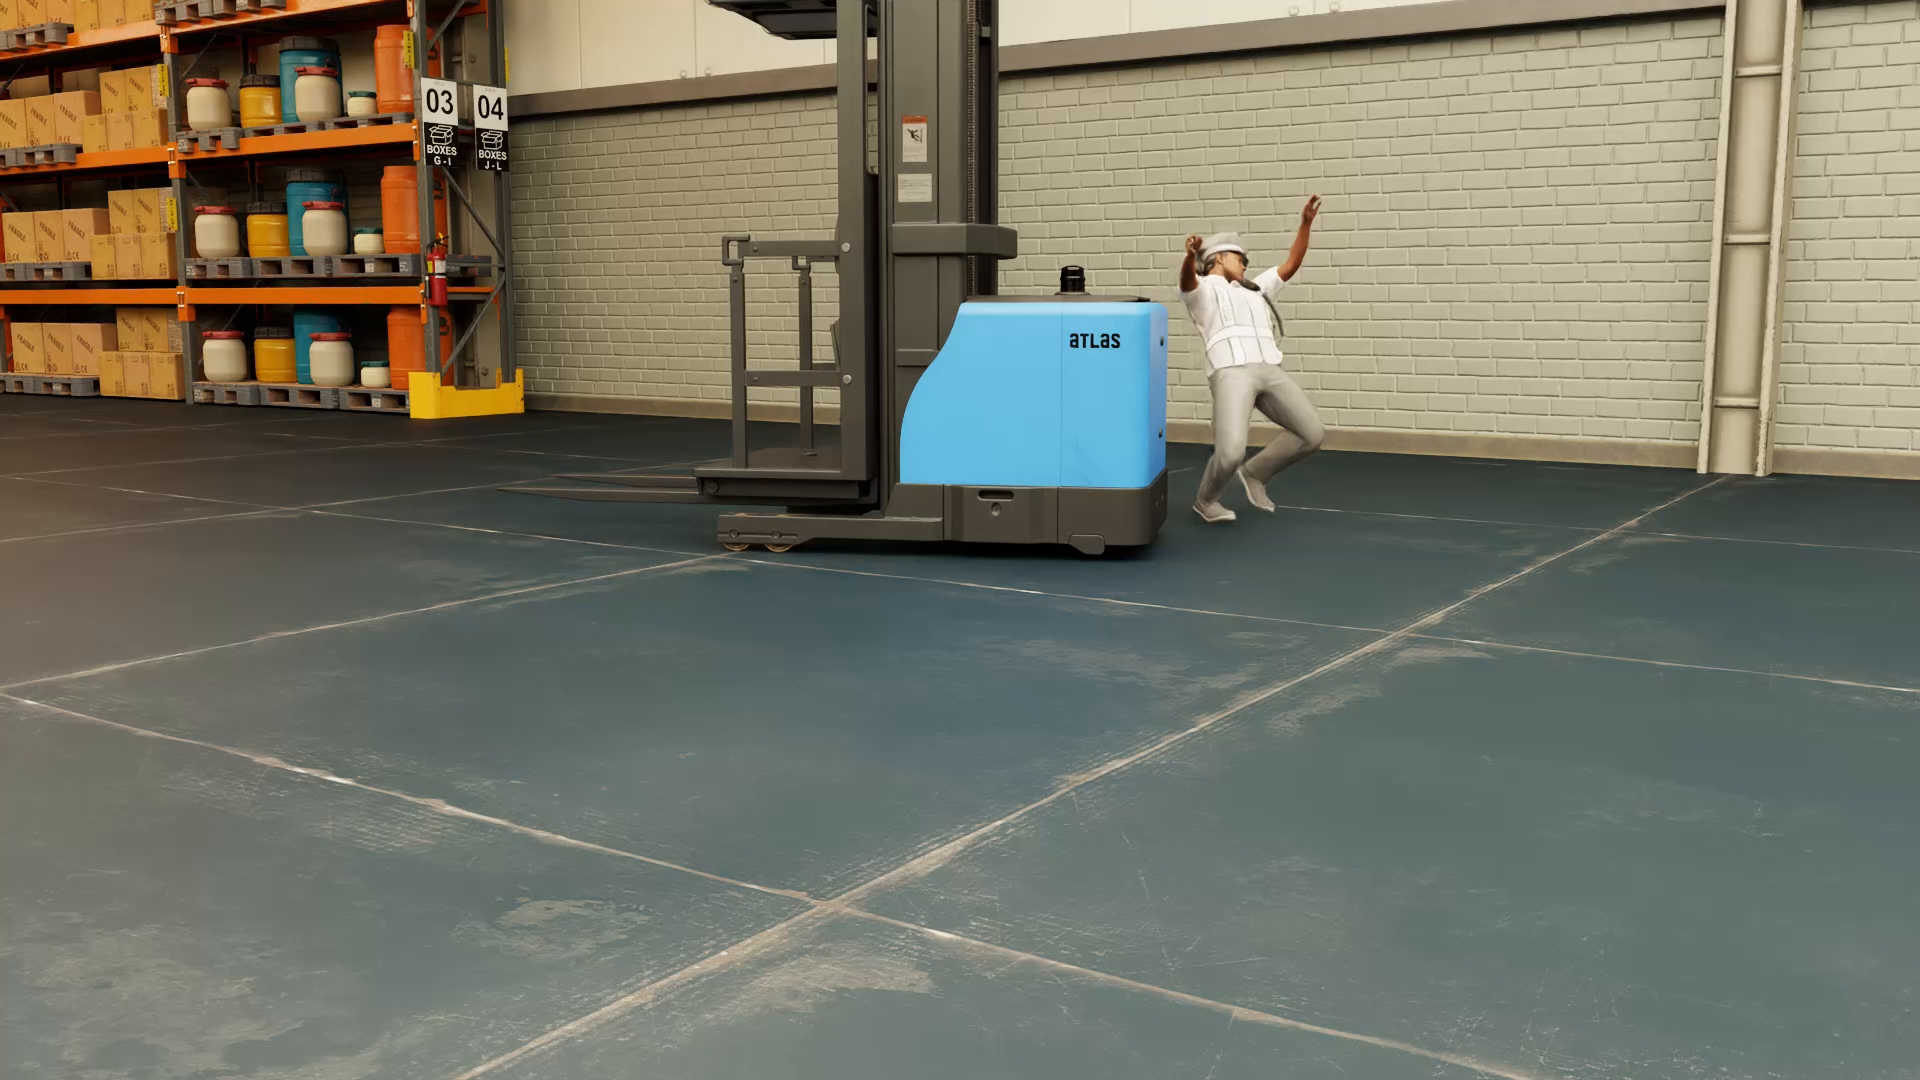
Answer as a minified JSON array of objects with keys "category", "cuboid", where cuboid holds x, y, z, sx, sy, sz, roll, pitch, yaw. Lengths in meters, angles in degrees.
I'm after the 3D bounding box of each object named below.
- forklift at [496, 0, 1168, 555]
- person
[{"category":"forklift","cuboid":[-0.596,-1.469,7.520,3.031,2.935,1.130,2,8,12]},{"category":"person","cuboid":[1.245,-0.874,8.076,0.941,1.575,0.688,-6,10,-36]}]
